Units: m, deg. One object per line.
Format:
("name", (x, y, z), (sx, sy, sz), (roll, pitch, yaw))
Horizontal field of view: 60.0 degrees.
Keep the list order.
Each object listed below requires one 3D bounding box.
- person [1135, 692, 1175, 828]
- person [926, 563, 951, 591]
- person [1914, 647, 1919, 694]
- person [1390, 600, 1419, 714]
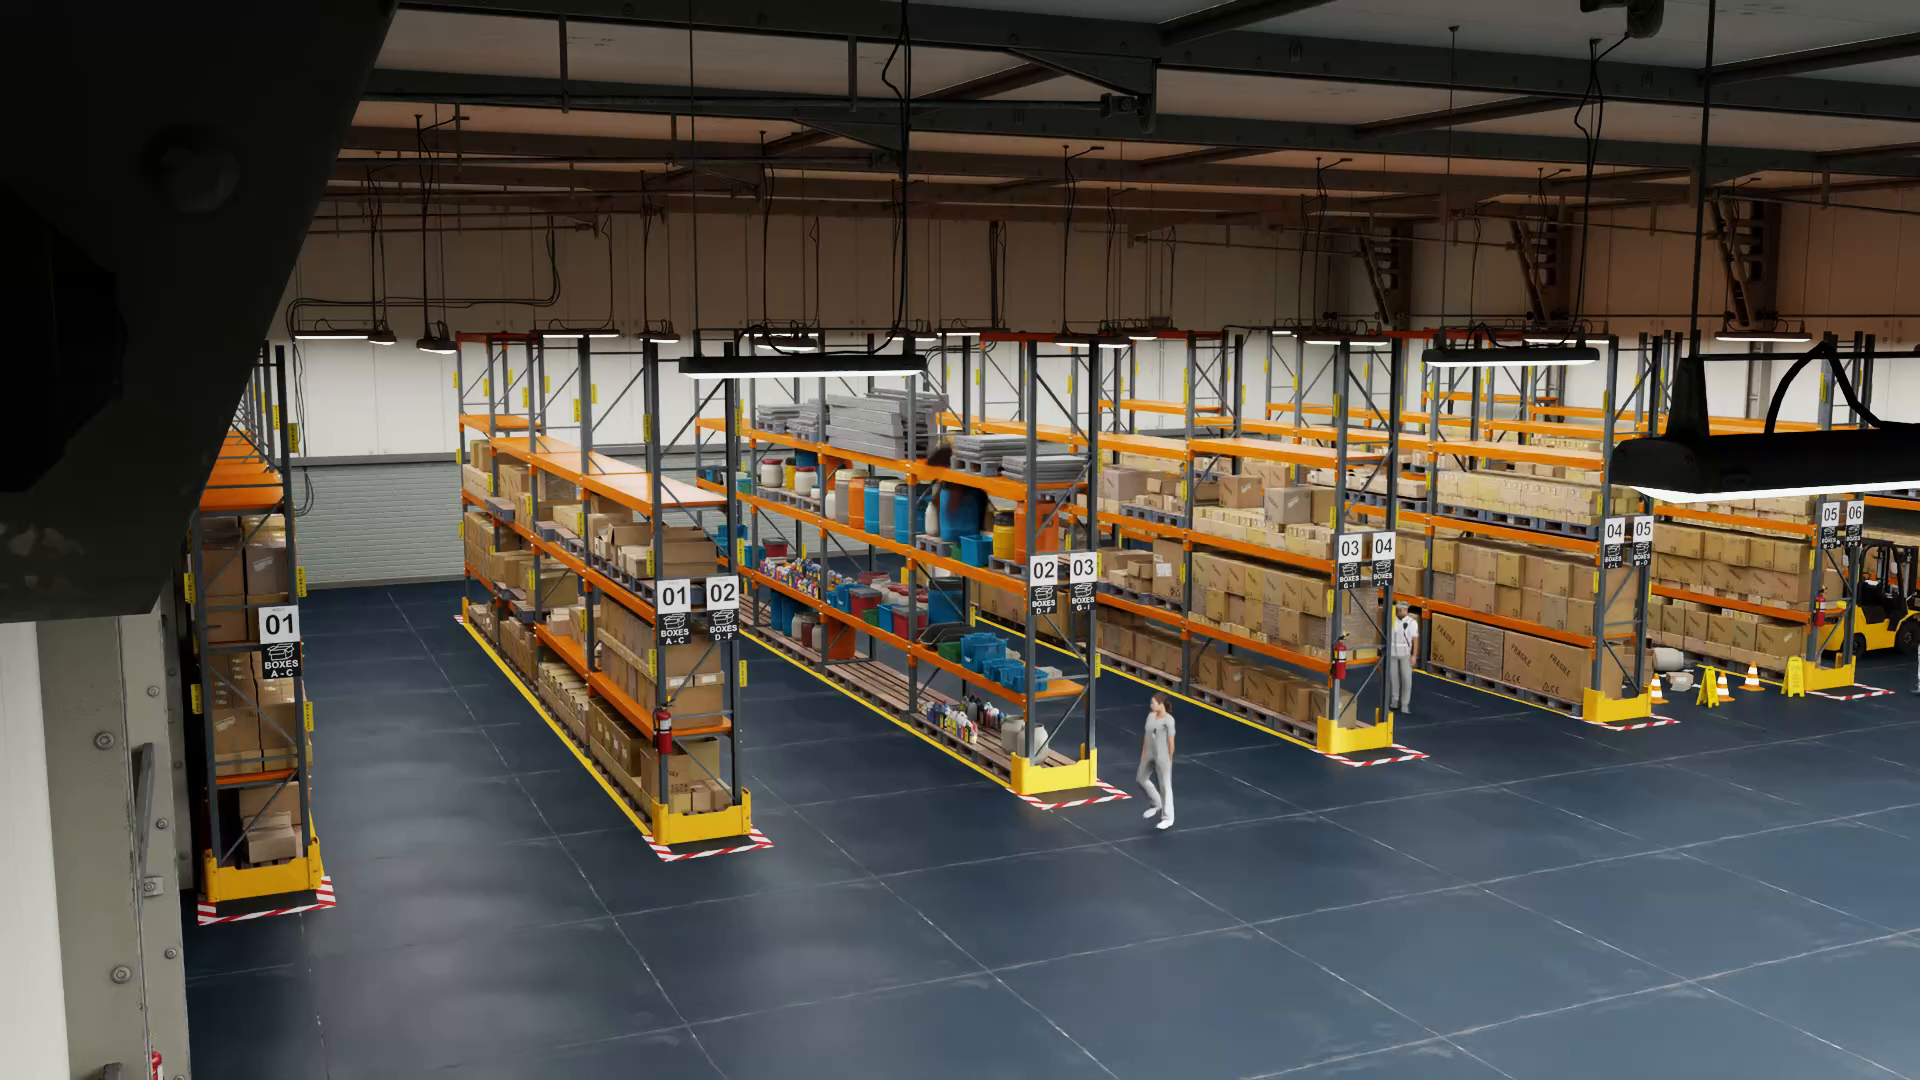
("person", (2.466, 2.701, 20.720), (0.445, 1.676, 0.530), (-6, 10, -38))
("person", (-0.448, 0.939, 33.396), (0.601, 1.785, 0.410), (7, 11, 44))
("person", (16.413, 1.701, 27.942), (0.509, 1.771, 0.918), (6, 10, 39))
("person", (7.085, 1.867, 26.759), (0.556, 1.792, 0.523), (4, 8, 24))
